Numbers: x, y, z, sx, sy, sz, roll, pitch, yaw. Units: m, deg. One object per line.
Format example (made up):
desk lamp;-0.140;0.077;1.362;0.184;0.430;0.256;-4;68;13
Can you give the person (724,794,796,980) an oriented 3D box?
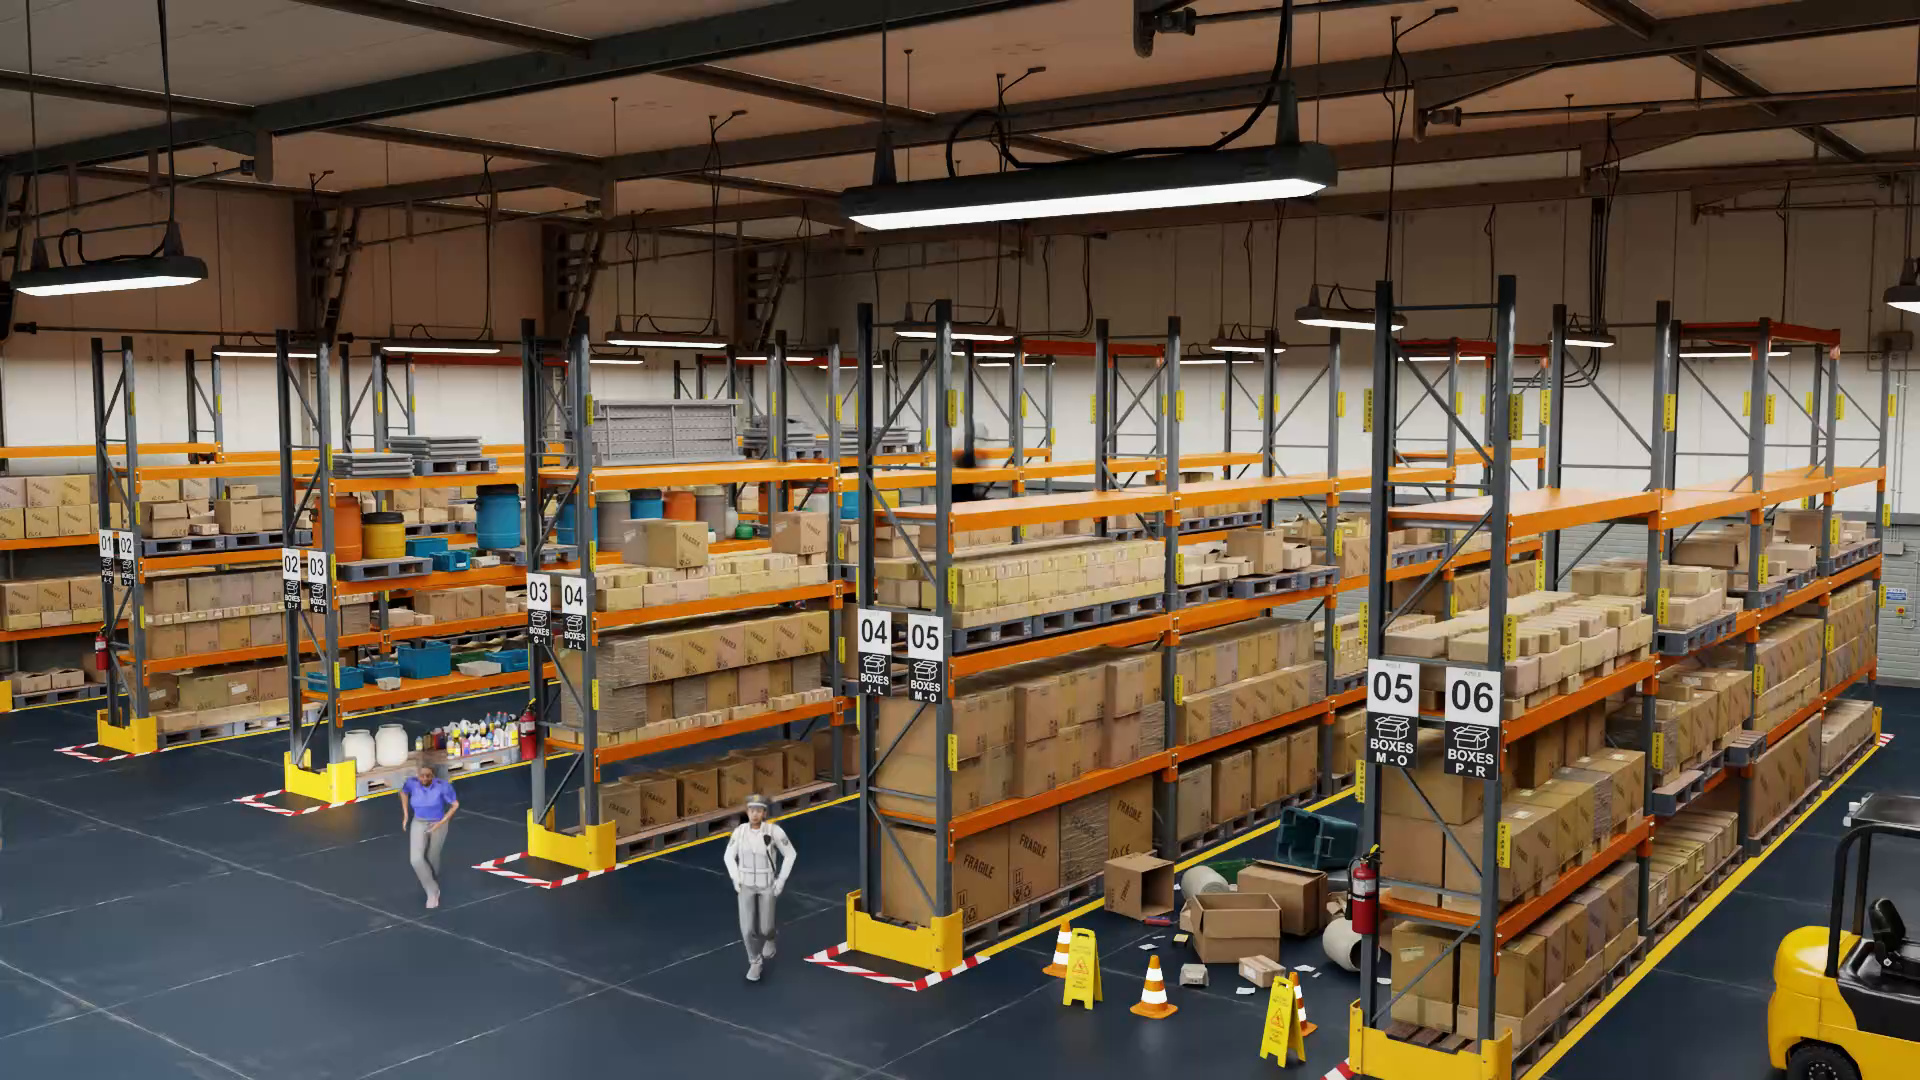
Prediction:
person;-1.783;3.050;14.822;0.647;1.647;0.579;0;5;2

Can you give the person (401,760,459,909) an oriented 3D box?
person;-5.409;2.950;17.059;0.589;1.564;0.956;-1;5;-8
